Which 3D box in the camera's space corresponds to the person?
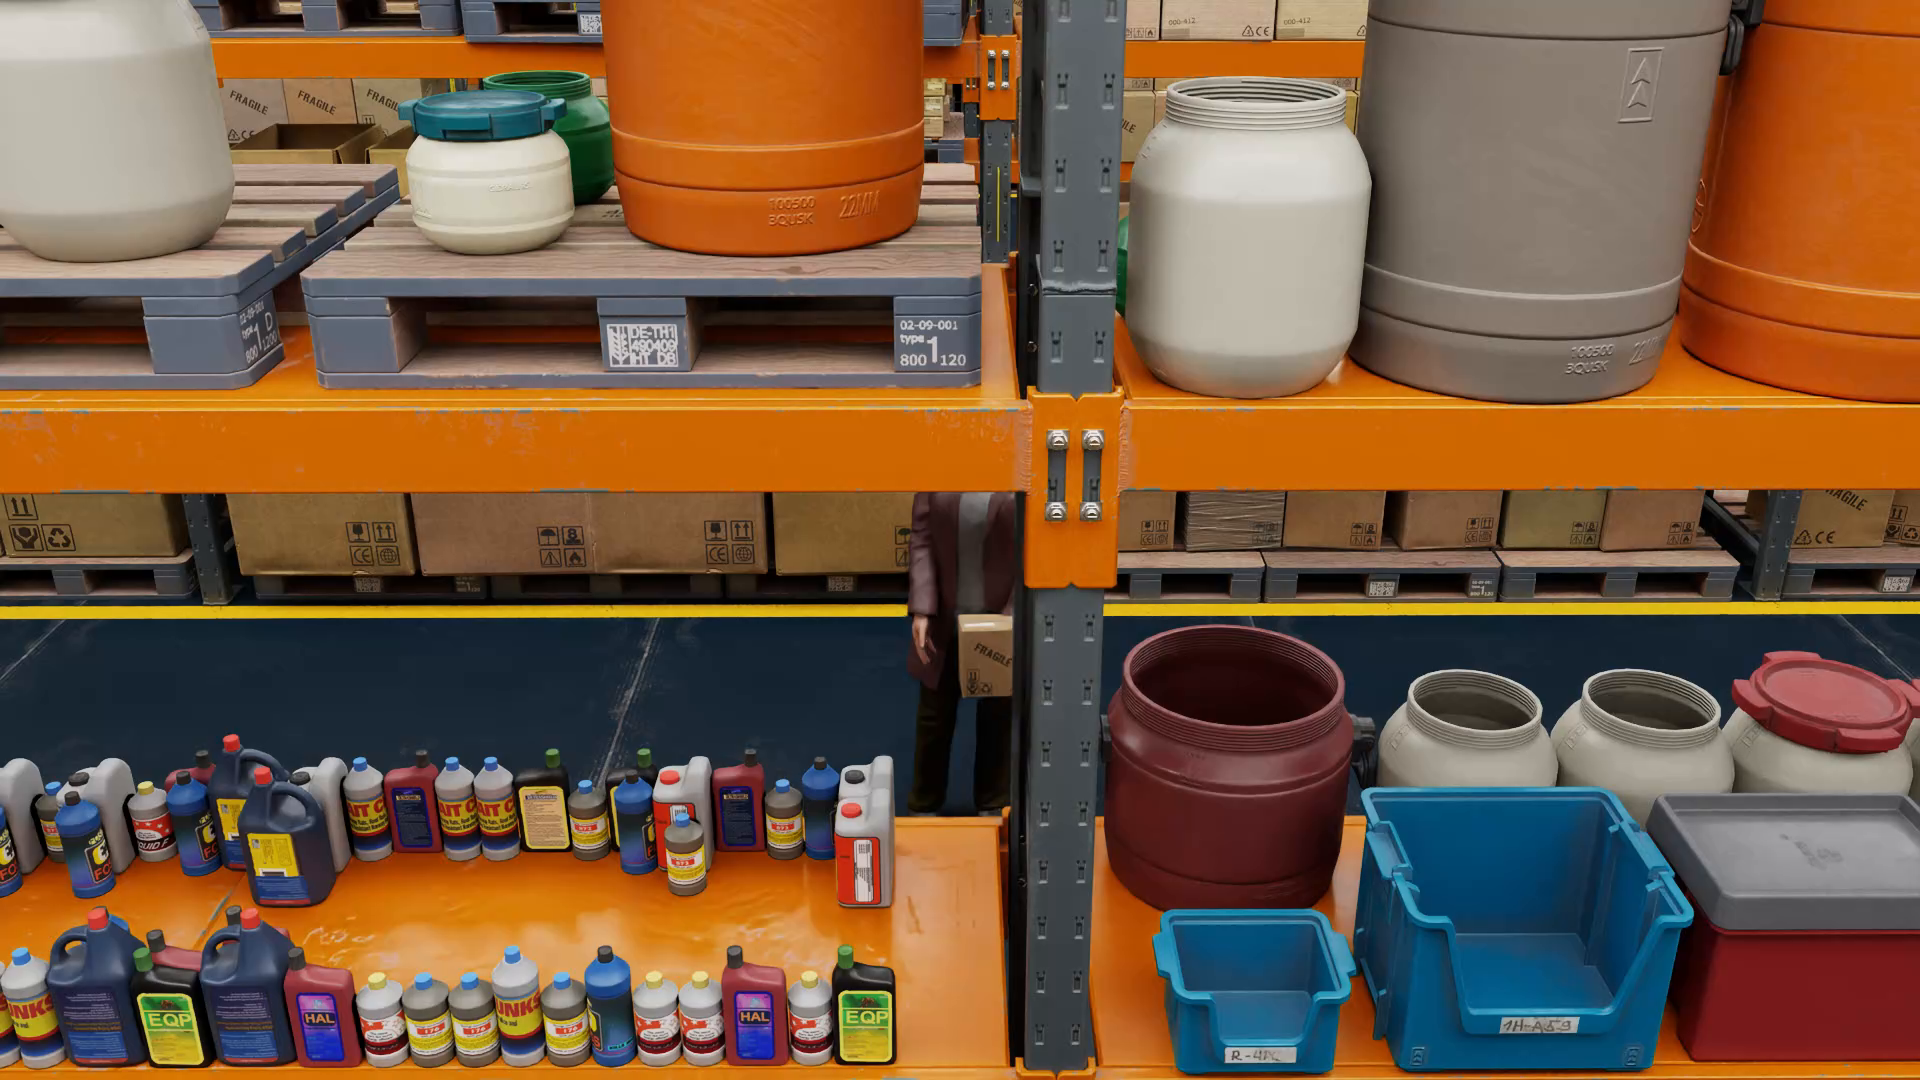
[{"bbox_3d":[0.058,0.344,6.329,0.562,1.779,0.540,4,24,9],"label":"person"}]
